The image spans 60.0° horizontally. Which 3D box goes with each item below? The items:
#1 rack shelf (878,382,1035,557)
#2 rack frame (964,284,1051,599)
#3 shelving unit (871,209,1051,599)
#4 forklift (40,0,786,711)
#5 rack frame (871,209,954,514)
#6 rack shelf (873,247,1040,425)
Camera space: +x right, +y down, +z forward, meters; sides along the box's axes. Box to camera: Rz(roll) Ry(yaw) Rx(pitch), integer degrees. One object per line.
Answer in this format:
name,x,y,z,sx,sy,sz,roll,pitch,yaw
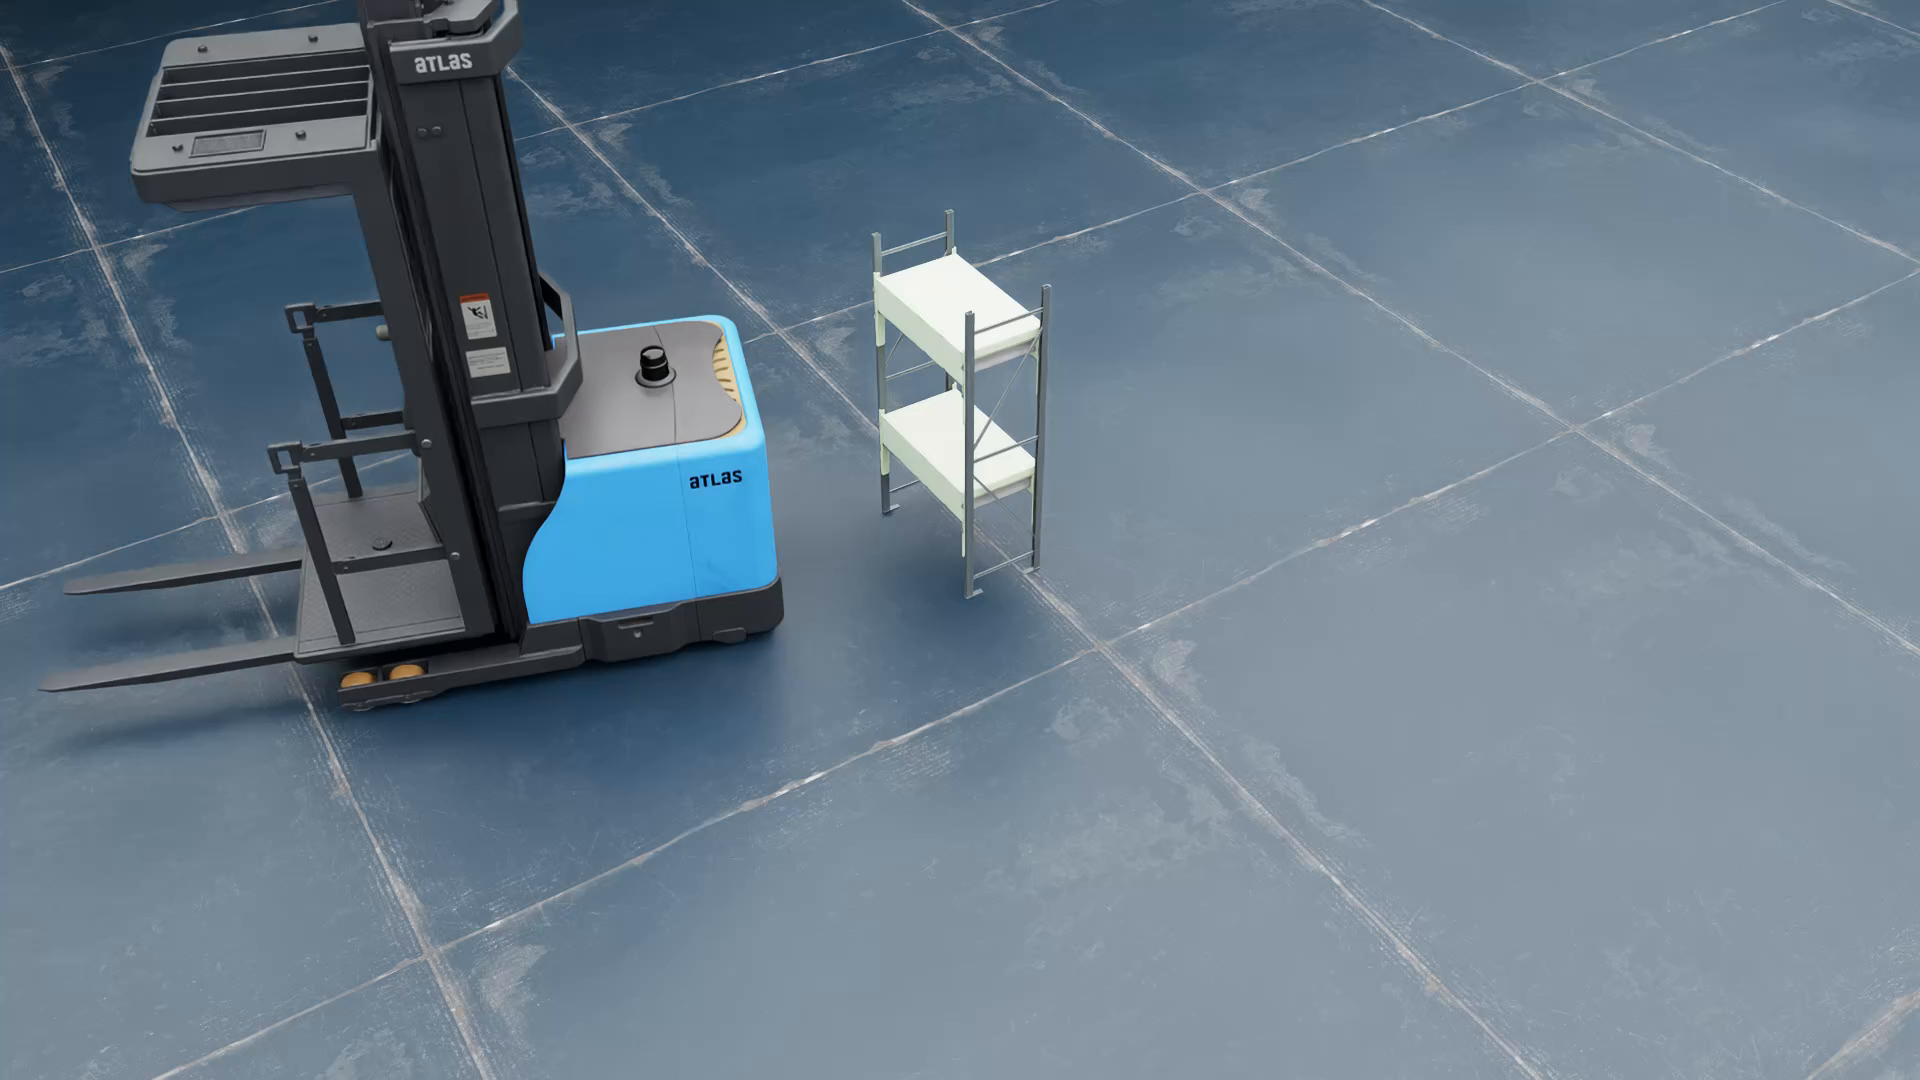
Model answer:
rack shelf,-0.004,-0.329,7.543,0.431,0.370,0.720,-22,45,-24
rack frame,0.193,-0.382,7.098,0.400,1.500,0.023,-22,45,-24
shelving unit,-0.004,-0.580,7.335,0.431,1.500,0.755,-22,45,-24
forklift,-2.338,-0.787,6.465,3.031,2.935,1.130,-9,41,-11
rack frame,-0.200,-0.777,7.572,0.400,1.500,0.023,-22,45,-24
rack shelf,-0.004,-0.880,7.085,0.431,0.370,0.720,-22,45,-24
